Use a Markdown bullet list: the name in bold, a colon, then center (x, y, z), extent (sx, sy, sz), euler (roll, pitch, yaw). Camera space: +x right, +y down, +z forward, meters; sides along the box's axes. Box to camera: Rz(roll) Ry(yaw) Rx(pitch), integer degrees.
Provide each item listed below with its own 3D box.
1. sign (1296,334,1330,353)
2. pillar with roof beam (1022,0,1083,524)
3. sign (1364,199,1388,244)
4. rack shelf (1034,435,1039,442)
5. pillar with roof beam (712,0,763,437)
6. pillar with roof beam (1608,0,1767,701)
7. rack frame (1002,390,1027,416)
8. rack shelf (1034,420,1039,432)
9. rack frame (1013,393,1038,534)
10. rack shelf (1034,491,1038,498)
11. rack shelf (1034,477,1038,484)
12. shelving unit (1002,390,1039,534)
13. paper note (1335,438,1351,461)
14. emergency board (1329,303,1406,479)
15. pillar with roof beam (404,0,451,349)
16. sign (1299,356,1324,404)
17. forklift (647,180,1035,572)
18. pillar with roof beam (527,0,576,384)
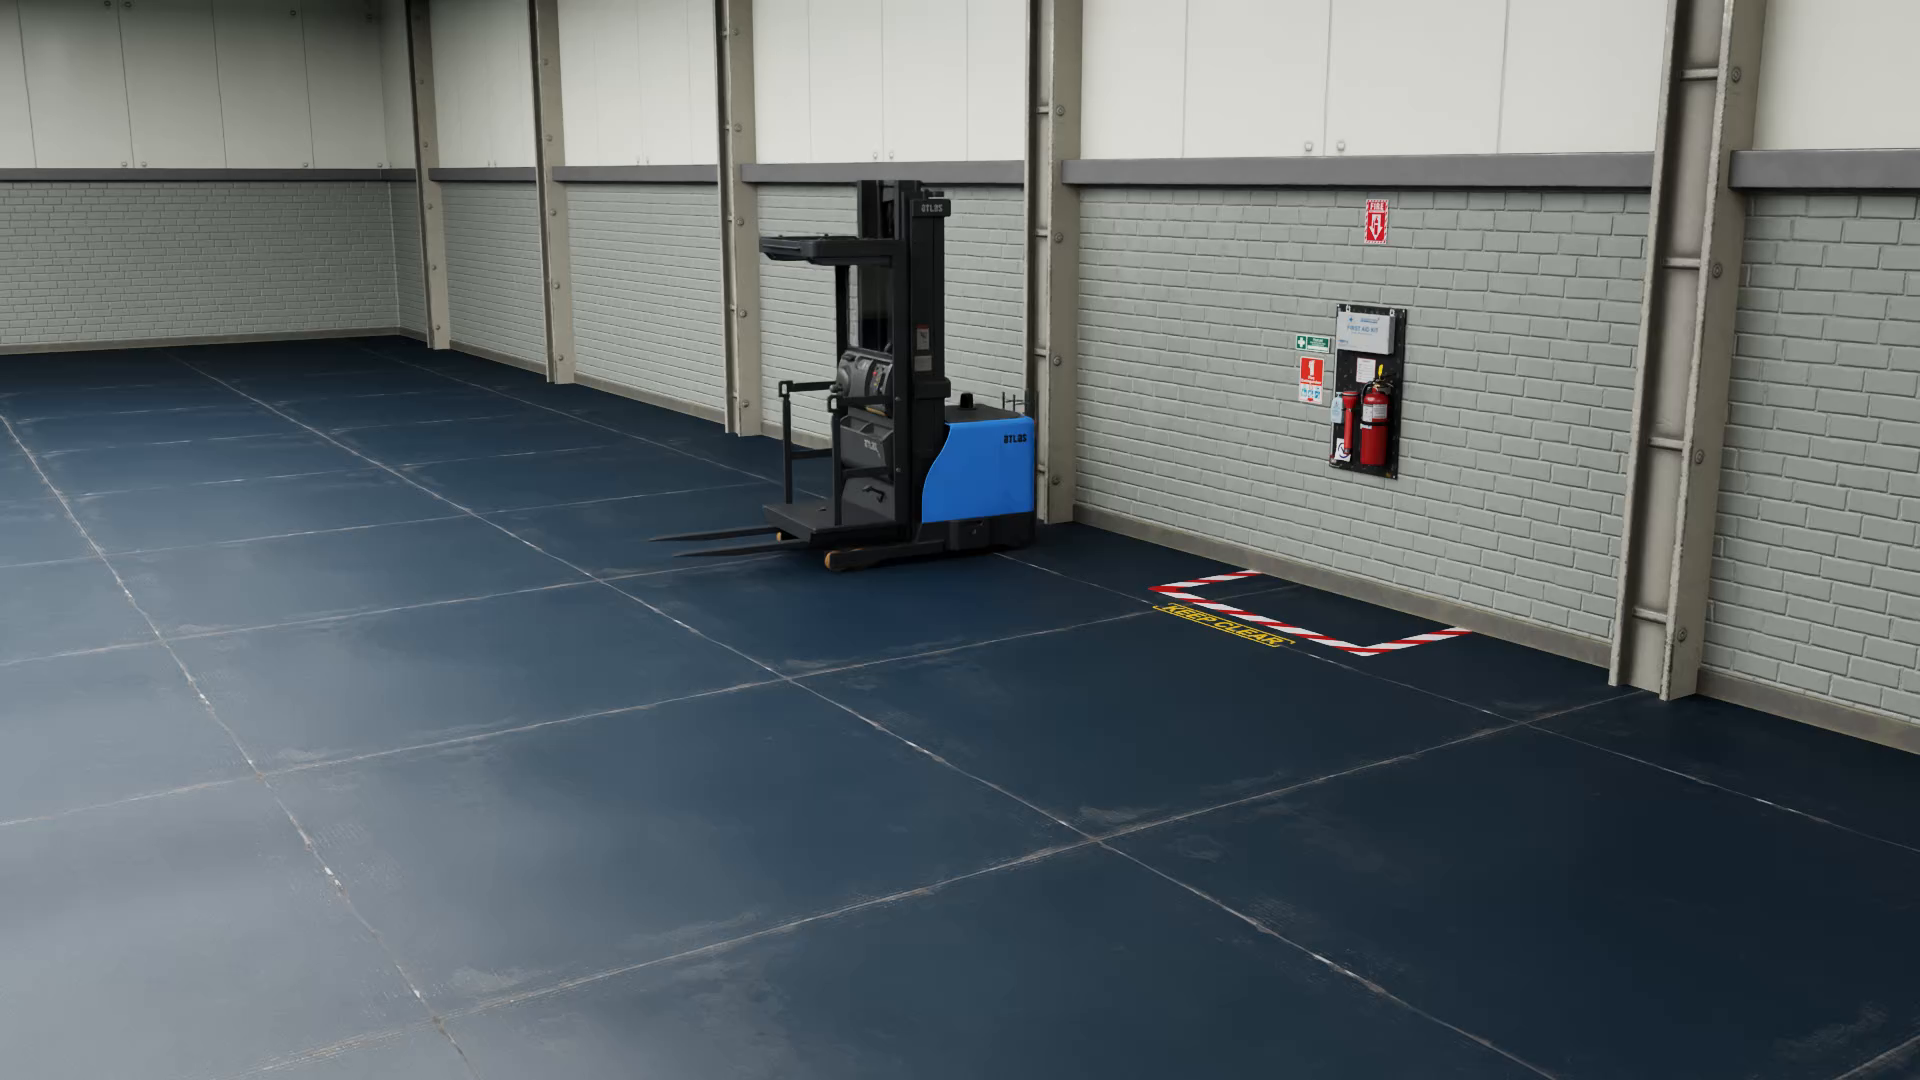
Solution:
- **sign**: center (2.544, -1.418, 12.001), extent (0.001, 0.109, 0.331), euler (-8, 15, -33)
- **pillar with roof beam**: center (-2.801, -4.077, 11.442), extent (9.100, 9.000, 0.400), euler (-8, 15, -33)
- **sign**: center (2.848, -2.179, 11.377), extent (0.001, 0.298, 0.199), euler (-8, 15, -33)
- **rack shelf**: center (0.503, -0.838, 13.969), extent (0.258, 0.103, 0.180), euler (-6, 14, -27)
- **pillar with roof beam**: center (-6.126, -5.144, 16.322), extent (9.100, 9.000, 0.400), euler (-8, 15, -33)
- **pillar with roof beam**: center (0.523, -3.010, 6.563), extent (9.100, 9.000, 0.400), euler (-8, 15, -33)
- **rack frame**: center (0.460, -0.664, 14.090), extent (0.240, 1.200, 0.006), euler (-6, 14, -27)
- **rack shelf**: center (0.503, -0.955, 13.943), extent (0.258, 0.103, 0.180), euler (-6, 14, -27)
- **rack frame**: center (0.546, -0.630, 13.931), extent (0.240, 1.200, 0.006), euler (-6, 14, -27)
- **rack shelf**: center (0.502, -0.369, 14.071), extent (0.258, 0.103, 0.180), euler (-6, 14, -27)
- **rack shelf**: center (0.503, -0.486, 14.046), extent (0.258, 0.103, 0.180), euler (-6, 14, -27)
- **shelving unit**: center (0.503, -0.647, 14.010), extent (0.258, 1.200, 0.189), euler (-6, 14, -27)
- **paper note**: center (2.729, -0.642, 11.839), extent (0.016, 0.148, 0.142), euler (-8, 15, -33)
- **emergency board**: center (2.769, -1.033, 11.564), extent (0.194, 1.169, 0.643), euler (-8, 15, -33)
- **pillar with roof beam**: center (-12.774, -7.278, 26.081), extent (9.100, 9.000, 0.400), euler (-8, 15, -33)
- **sign**: center (2.549, -1.161, 12.066), extent (0.001, 0.329, 0.234), euler (-8, 15, -33)
- **forklift**: center (-0.933, -1.312, 13.002), extent (3.031, 2.935, 1.130), euler (-6, 14, -27)
- **pillar with roof beam**: center (-9.450, -6.211, 21.201), extent (9.100, 9.000, 0.400), euler (-8, 15, -33)
